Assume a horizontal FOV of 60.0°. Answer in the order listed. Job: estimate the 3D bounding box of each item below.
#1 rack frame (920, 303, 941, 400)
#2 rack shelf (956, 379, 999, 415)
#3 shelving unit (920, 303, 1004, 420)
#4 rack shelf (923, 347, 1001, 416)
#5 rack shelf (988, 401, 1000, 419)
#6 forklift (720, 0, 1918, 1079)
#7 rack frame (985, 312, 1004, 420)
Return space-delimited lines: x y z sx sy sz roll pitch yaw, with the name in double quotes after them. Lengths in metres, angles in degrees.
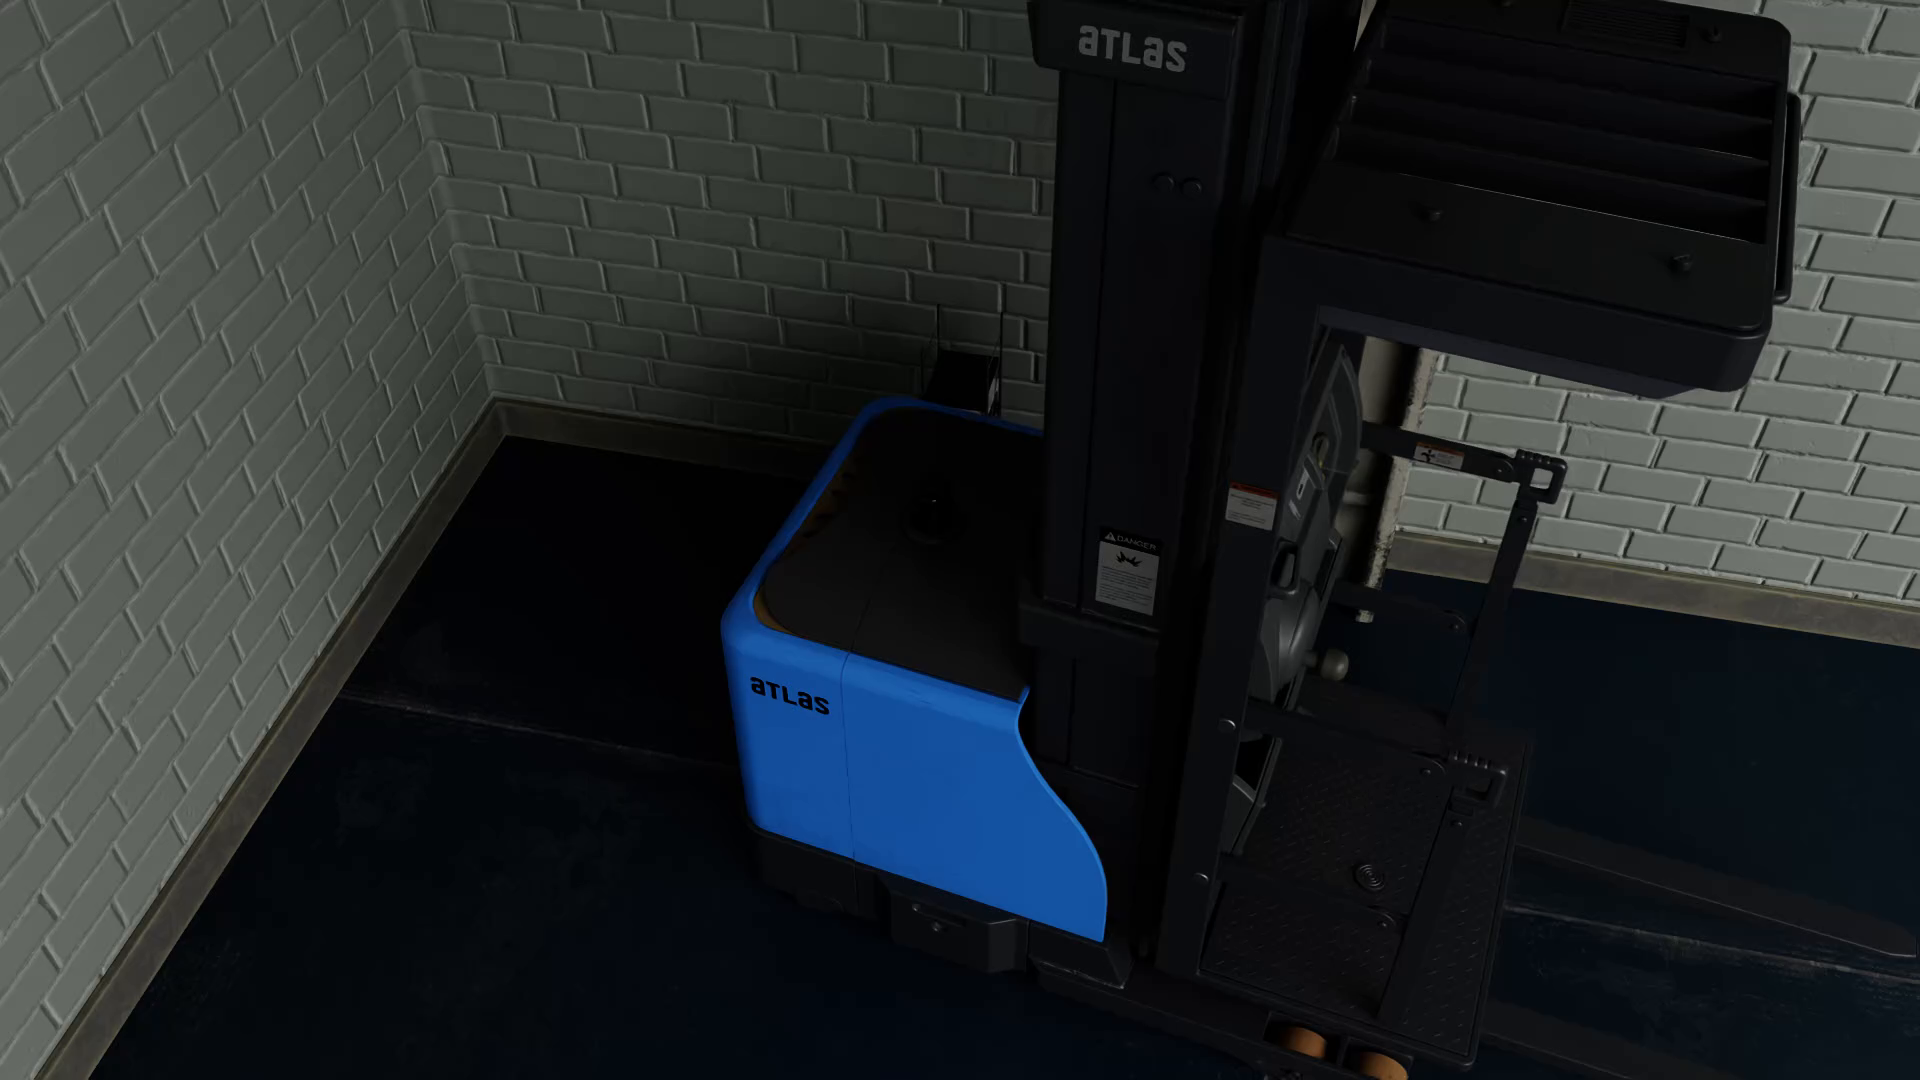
-0.091 -0.338 5.453 0.006 0.900 0.240 9 45 9 "rack frame"
0.008 -0.429 5.335 0.200 0.077 0.258 9 45 9 "rack shelf"
0.008 -0.323 5.437 0.210 0.900 0.258 9 45 9 "shelving unit"
0.008 -0.493 5.273 0.200 0.077 0.258 9 45 9 "rack shelf"
0.008 -0.364 5.397 0.200 0.077 0.258 9 45 9 "rack shelf"
0.970 -0.021 3.658 3.031 2.935 1.130 15 46 15 "forklift"
0.107 -0.308 5.421 0.006 0.900 0.240 9 45 9 "rack frame"
